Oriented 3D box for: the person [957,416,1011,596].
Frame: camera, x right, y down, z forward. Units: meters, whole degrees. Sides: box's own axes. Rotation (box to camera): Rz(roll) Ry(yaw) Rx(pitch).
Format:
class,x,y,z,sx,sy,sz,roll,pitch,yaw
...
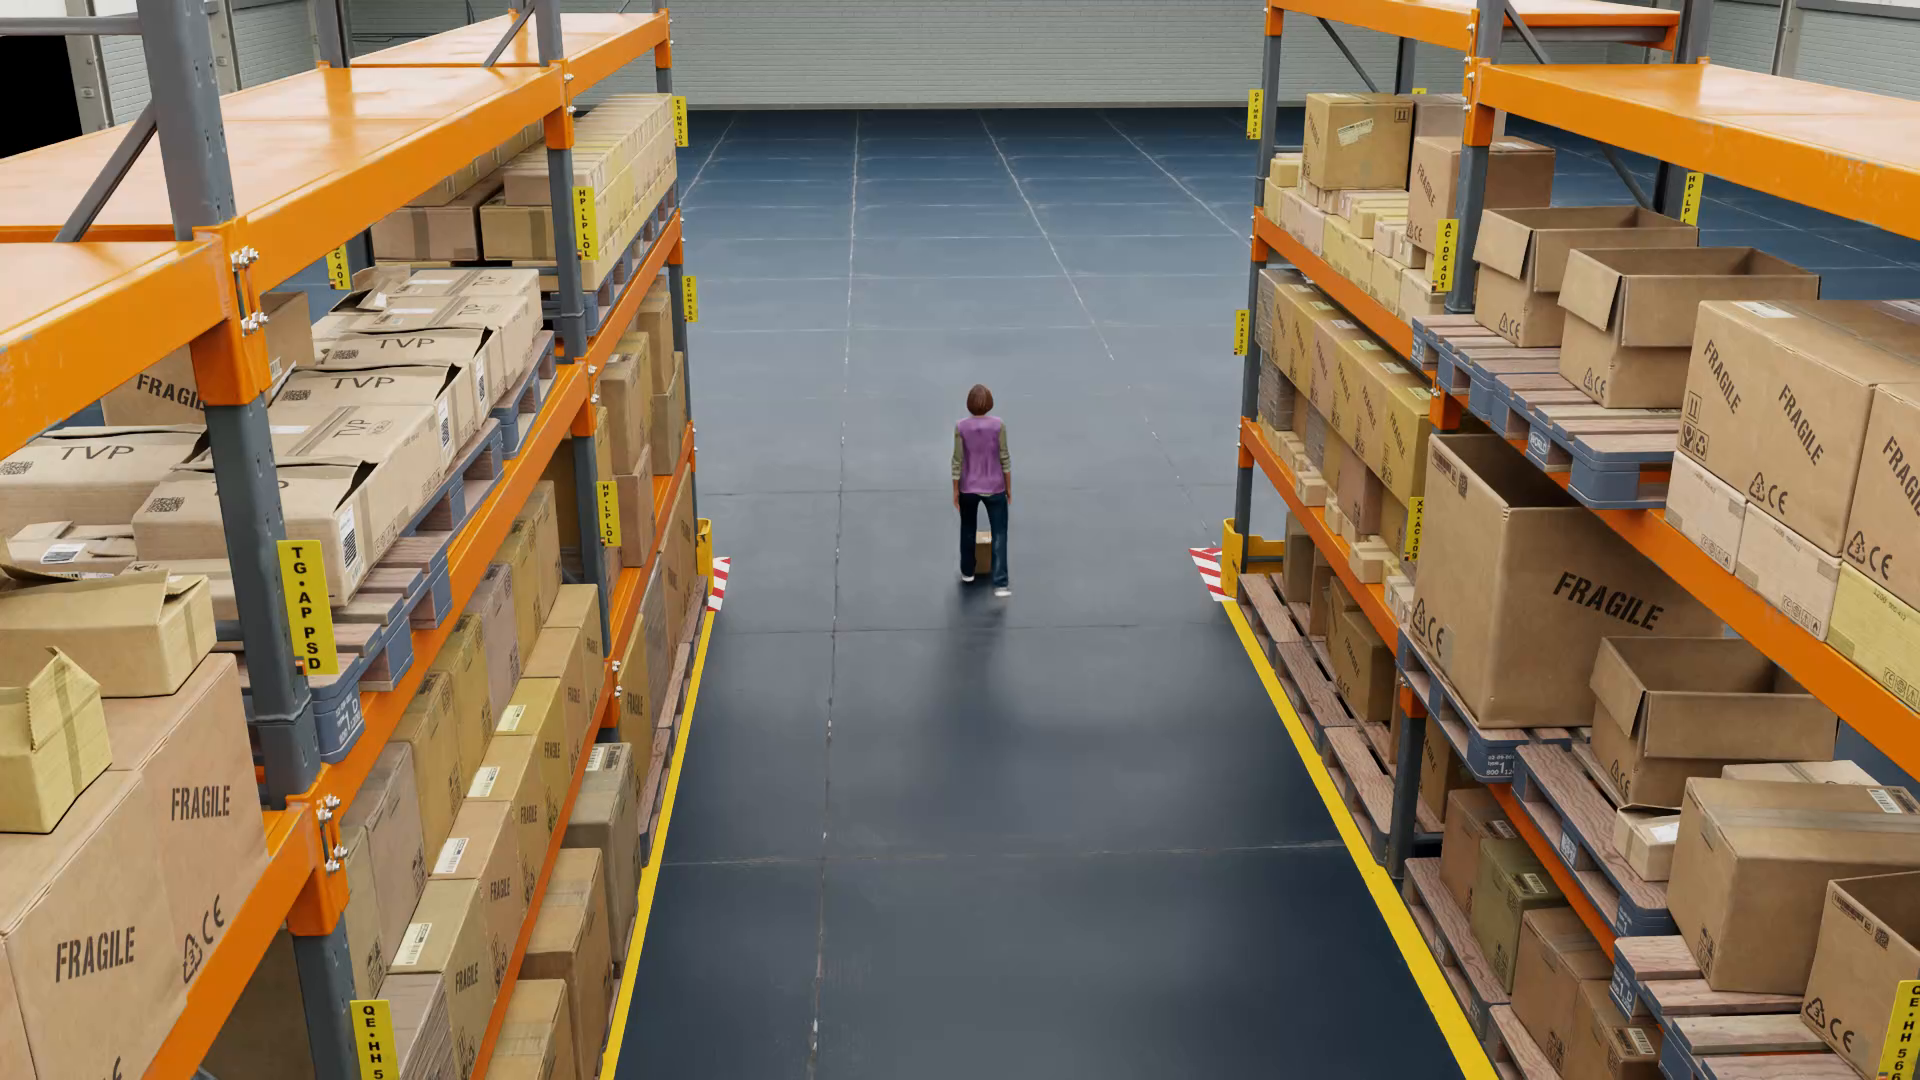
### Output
class,x,y,z,sx,sy,sz,roll,pitch,yaw
person,0.186,-0.264,12.075,0.414,1.346,0.803,2,21,5
